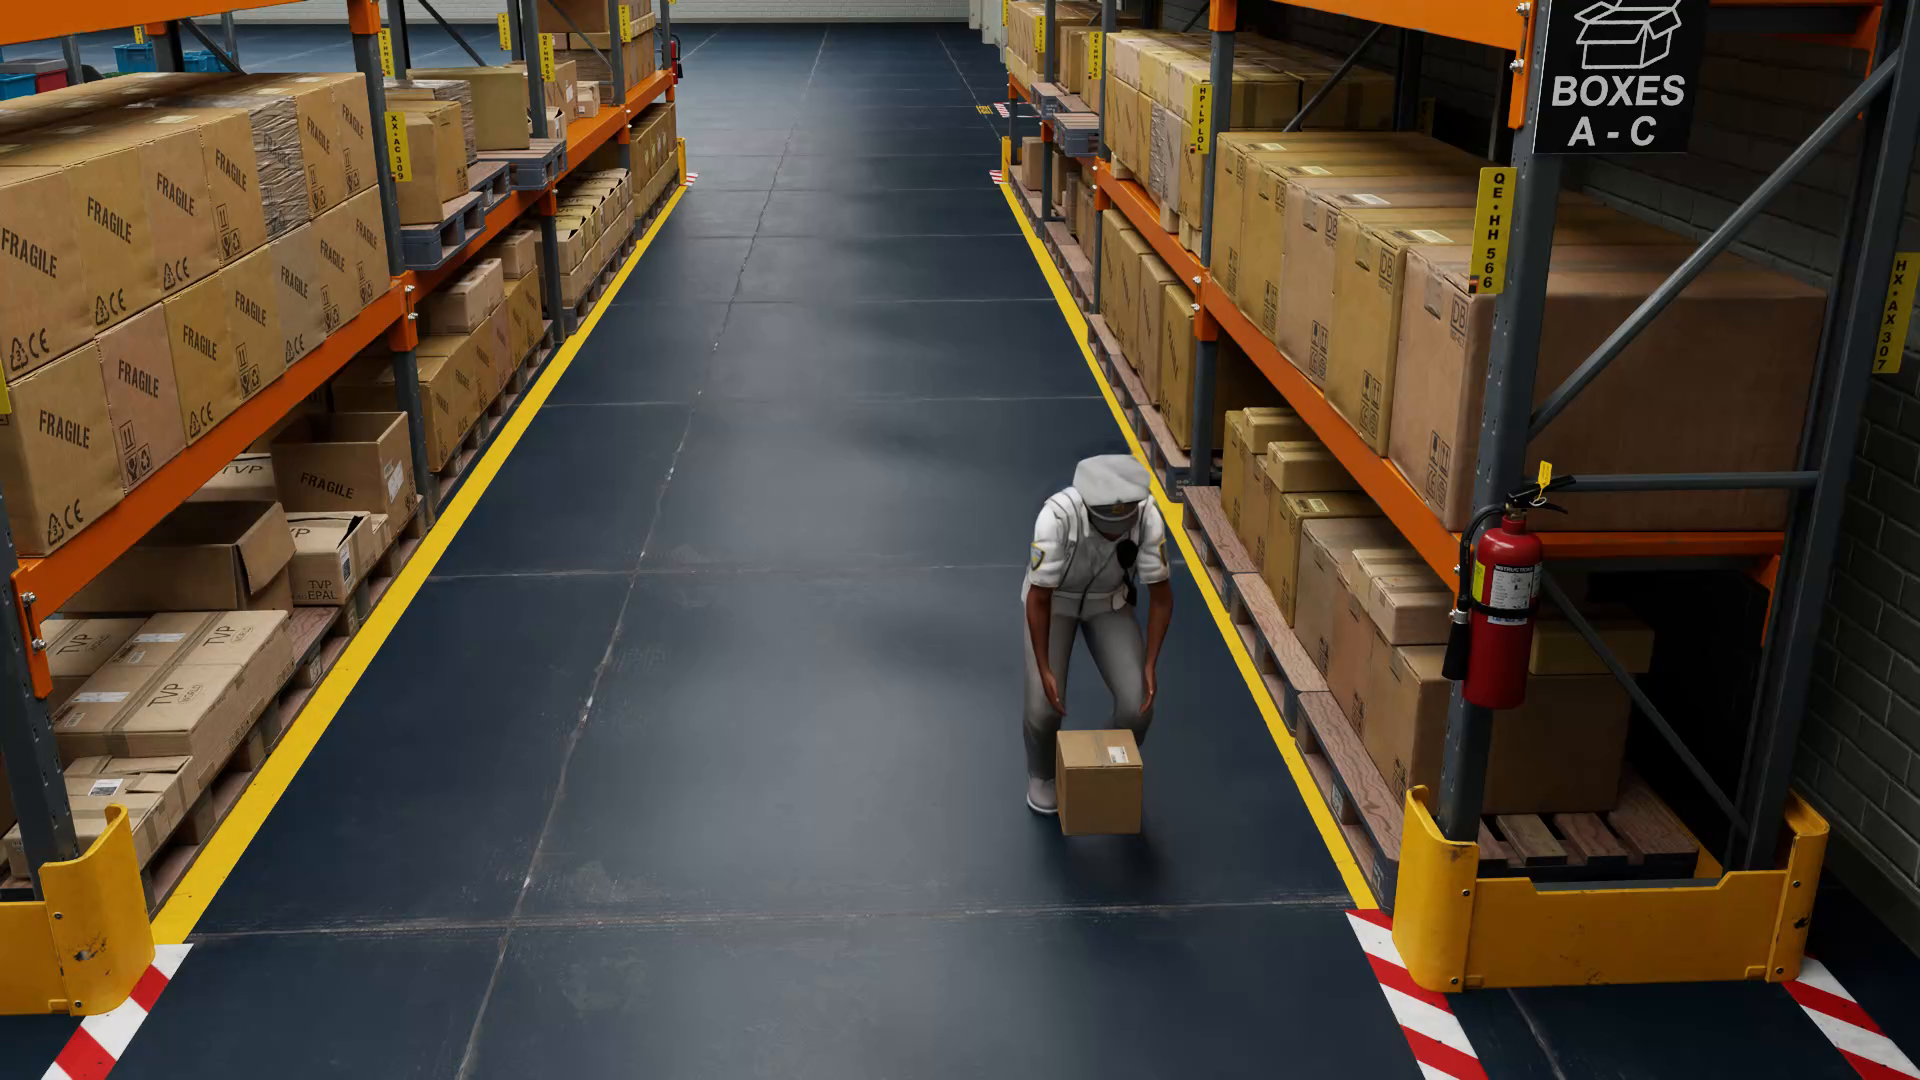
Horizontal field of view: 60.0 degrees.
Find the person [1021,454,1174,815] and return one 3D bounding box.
[{"bbox_3d":[0.464,0.312,5.691,0.496,1.360,0.724,-1,21,-3],"label":"person"}]
